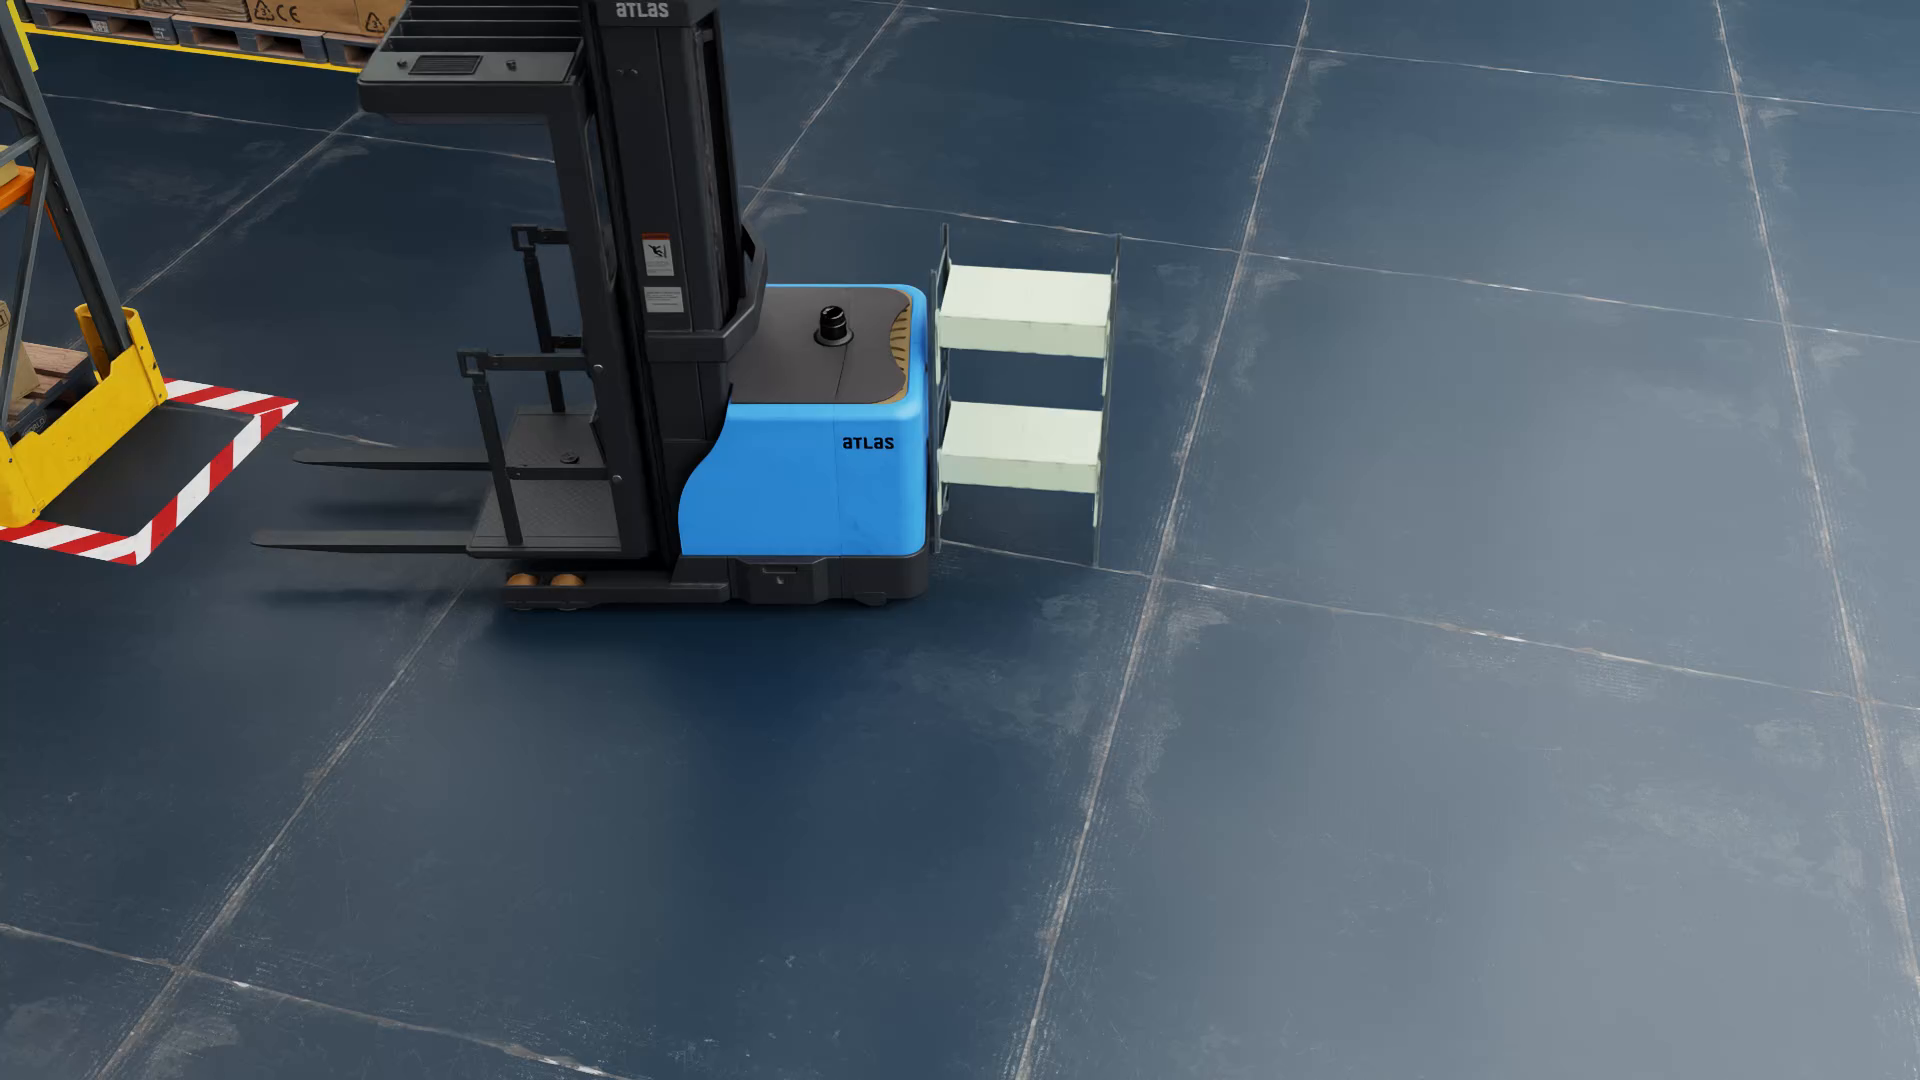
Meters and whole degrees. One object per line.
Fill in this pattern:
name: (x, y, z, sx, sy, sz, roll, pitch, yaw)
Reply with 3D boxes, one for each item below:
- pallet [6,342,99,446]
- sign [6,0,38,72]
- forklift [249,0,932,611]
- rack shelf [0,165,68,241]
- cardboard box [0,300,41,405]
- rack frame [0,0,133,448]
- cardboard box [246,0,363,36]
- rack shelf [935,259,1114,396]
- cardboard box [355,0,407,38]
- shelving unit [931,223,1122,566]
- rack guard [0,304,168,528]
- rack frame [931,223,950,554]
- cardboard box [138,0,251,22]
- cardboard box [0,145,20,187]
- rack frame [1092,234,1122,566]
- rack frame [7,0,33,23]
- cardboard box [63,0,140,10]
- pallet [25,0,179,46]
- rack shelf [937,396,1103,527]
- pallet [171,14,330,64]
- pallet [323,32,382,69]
pallet: (-5.205, -0.676, 8.415, 1.213, 0.211, 1.003, 10, 41, 11)
sign: (-4.216, -2.243, 7.440, 0.005, 0.325, 0.100, 10, 41, 11)
forklift: (-1.655, -1.149, 6.864, 3.031, 2.935, 1.130, 0, 40, 0)
rack shelf: (-6.288, -1.631, 7.944, 4.000, 0.370, 1.077, 10, 41, 11)
cardboard box: (-4.955, -0.892, 8.121, 0.500, 0.500, 0.500, 17, 43, 19)
rack frame: (-4.356, -1.574, 7.317, 0.127, 3.000, 1.000, 10, 41, 11)
cardboard box: (-4.499, -4.203, 11.772, 0.875, 0.875, 0.875, 9, 41, 11)
rack shelf: (0.279, -0.908, 7.083, 0.720, 0.370, 0.431, 4, 40, 5)
cardboard box: (-3.649, -4.058, 11.599, 0.875, 0.875, 0.875, 10, 41, 12)
shelving unit: (0.279, -0.610, 7.334, 0.755, 1.500, 0.431, 4, 40, 5)
rack guard: (-4.429, -0.630, 8.136, 0.348, 0.500, 1.175, 10, 41, 11)
rack frame: (-0.084, -0.637, 7.367, 0.023, 1.500, 0.400, 4, 40, 5)
cardboard box: (-5.379, -4.356, 11.954, 0.875, 0.875, 0.875, 10, 41, 12)
cardboard box: (-4.570, -1.674, 7.630, 0.250, 0.149, 0.380, 10, 41, 11)
rack frame: (0.643, -0.582, 7.301, 0.023, 1.500, 0.400, 4, 40, 5)
rack frame: (-6.840, -5.304, 11.757, 0.127, 3.000, 1.000, 10, 41, 11)
cardboard box: (-6.251, -4.503, 12.129, 0.875, 0.875, 0.875, 10, 41, 12)
pallet: (-6.126, -4.061, 12.446, 1.213, 0.211, 1.003, 10, 41, 11)
rack shelf: (0.279, -0.360, 7.544, 0.720, 0.370, 0.431, 4, 40, 5)
pallet: (-4.944, -3.859, 12.206, 1.213, 0.211, 1.003, 10, 41, 11)
pallet: (-3.769, -3.655, 11.963, 1.213, 0.211, 1.003, 10, 41, 11)
